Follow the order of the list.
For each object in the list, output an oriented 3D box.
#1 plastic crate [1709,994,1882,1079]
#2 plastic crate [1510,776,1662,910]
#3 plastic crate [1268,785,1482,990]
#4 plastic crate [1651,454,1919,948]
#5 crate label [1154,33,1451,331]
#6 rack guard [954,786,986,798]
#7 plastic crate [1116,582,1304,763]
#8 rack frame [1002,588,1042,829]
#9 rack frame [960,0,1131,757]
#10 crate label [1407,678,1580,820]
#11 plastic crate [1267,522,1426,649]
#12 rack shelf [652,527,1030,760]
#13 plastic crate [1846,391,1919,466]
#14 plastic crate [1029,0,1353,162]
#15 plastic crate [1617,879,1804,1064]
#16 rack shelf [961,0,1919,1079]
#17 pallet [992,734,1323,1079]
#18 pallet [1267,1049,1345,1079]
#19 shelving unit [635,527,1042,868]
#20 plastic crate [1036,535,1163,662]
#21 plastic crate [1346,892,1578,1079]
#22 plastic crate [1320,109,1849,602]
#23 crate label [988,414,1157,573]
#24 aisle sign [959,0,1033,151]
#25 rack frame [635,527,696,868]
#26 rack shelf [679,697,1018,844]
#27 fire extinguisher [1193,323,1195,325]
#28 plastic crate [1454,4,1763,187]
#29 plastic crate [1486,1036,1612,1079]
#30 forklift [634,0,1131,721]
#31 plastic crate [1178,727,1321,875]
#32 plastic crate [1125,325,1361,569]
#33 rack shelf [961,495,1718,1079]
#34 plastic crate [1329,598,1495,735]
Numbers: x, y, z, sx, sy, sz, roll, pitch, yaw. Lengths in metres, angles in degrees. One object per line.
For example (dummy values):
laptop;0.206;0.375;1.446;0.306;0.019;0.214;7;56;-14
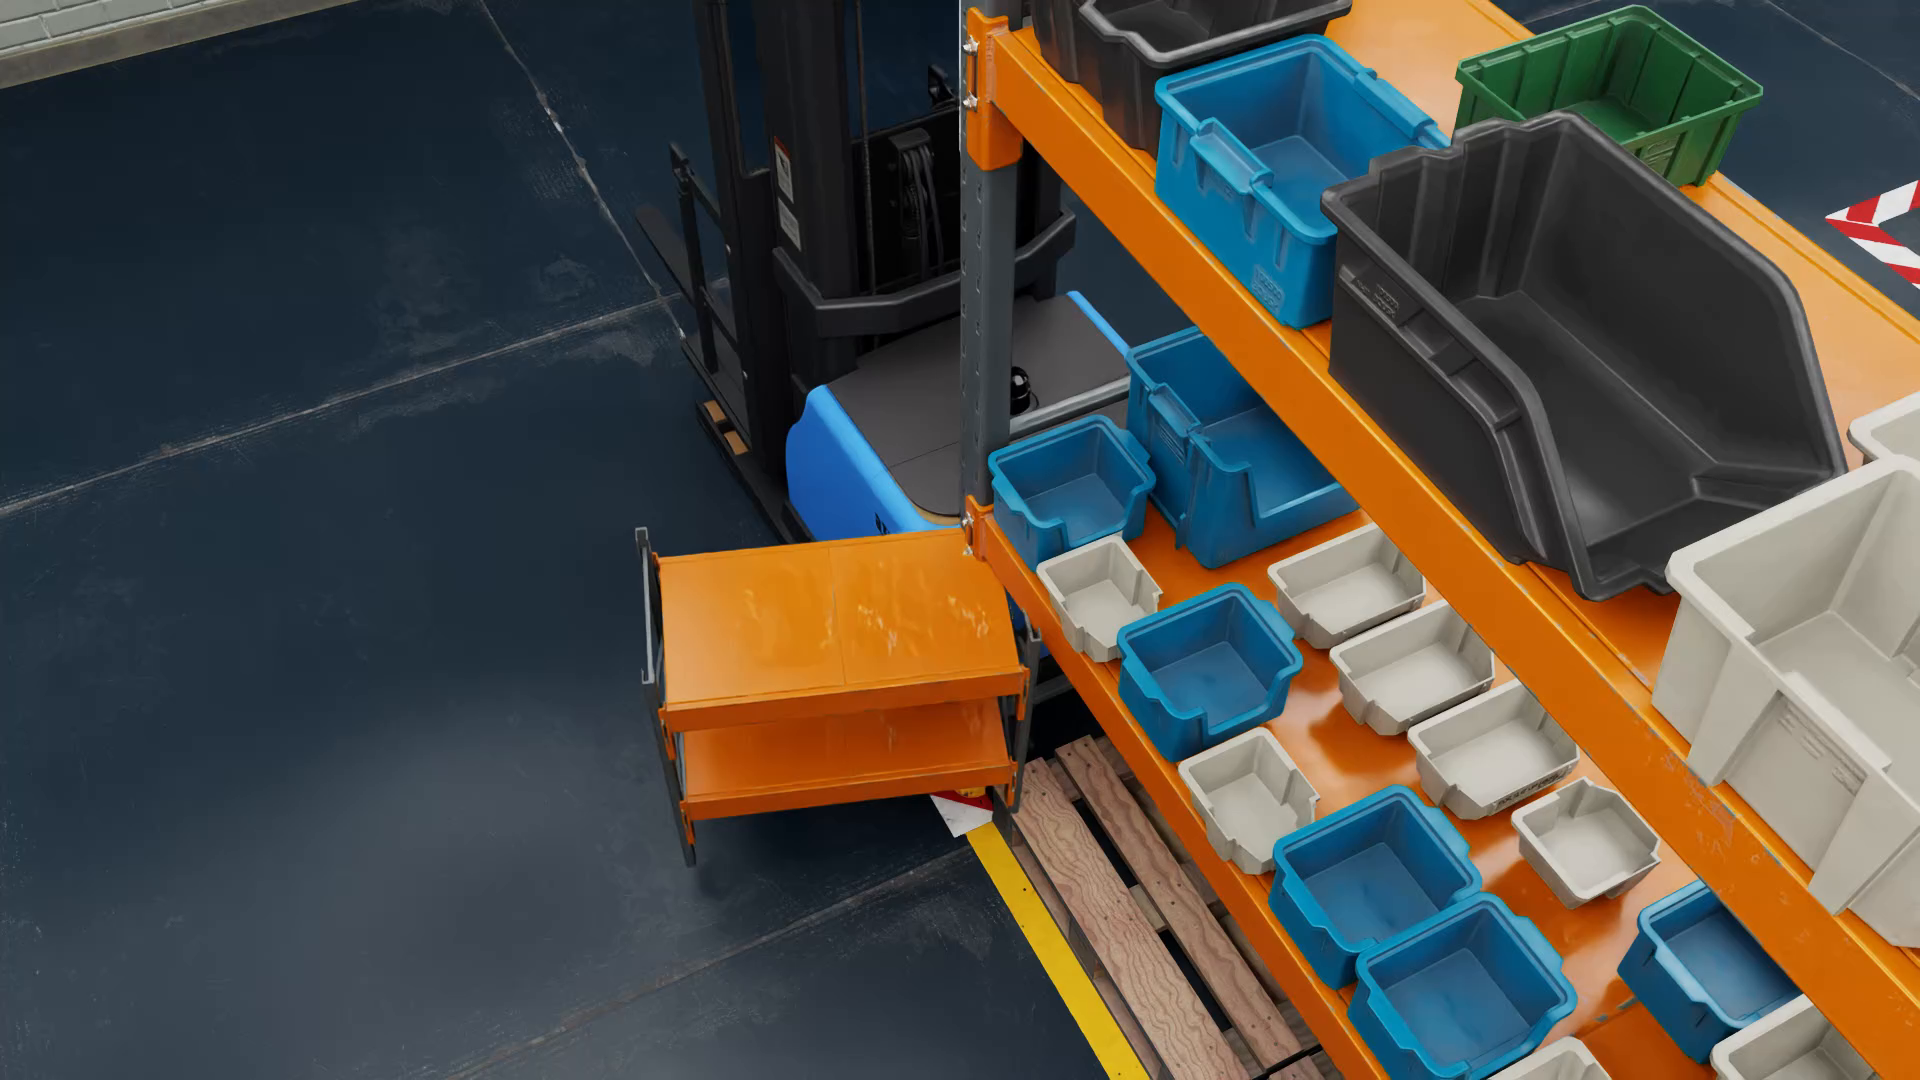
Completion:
plastic crate;1.767;1.190;3.256;0.437;0.282;0.530;-21;52;-18
plastic crate;1.427;0.698;3.782;0.298;0.136;0.250;-21;52;-18
plastic crate;0.894;0.774;3.652;0.416;0.233;0.300;-21;52;-18
plastic crate;1.211;0.220;2.151;0.437;0.282;0.530;-21;52;-18
crate label;0.606;-0.631;2.915;0.408;0.251;0.502;-21;52;-18
rack guard;0.449;0.390;5.577;1.175;0.500;0.348;-21;52;-18
plastic crate;0.593;0.333;4.037;0.416;0.233;0.300;-21;52;-18
rack frame;0.148;0.392;4.994;0.032;1.125;0.500;-6;55;-6
rack frame;0.472;-0.421;4.626;1.000;3.000;0.127;-21;52;-18
crate label;1.275;0.506;3.950;0.396;0.136;0.243;-21;52;-18
plastic crate;1.006;0.129;4.280;0.396;0.136;0.243;-21;52;-18
rack shelf;-0.345;0.273;4.699;1.000;0.278;0.538;-6;55;-6
plastic crate;1.638;-0.025;2.461;0.437;0.136;0.530;-21;52;-18
plastic crate;0.400;-1.012;3.236;0.497;0.269;0.590;-21;52;-18
plastic crate;1.639;0.900;3.541;0.416;0.233;0.300;-21;52;-18
rack shelf;1.387;0.167;2.597;1.077;0.370;4.000;-21;52;-18
pallet;0.814;1.062;5.181;1.003;0.211;1.213;-21;52;-18
pallet;1.369;1.877;4.468;1.003;0.211;1.213;-21;52;-18
shelving unit;-0.355;0.444;4.937;1.048;1.125;0.538;-6;55;-6
plastic crate;0.365;0.168;4.246;0.250;0.136;0.298;-21;52;-18
plastic crate;1.032;0.975;3.476;0.416;0.233;0.300;-21;52;-18
plastic crate;0.926;-0.271;2.543;0.504;0.338;0.767;-21;52;-18
crate label;0.292;-0.107;4.422;0.416;0.233;0.303;-21;52;-18
aisle sign;0.174;-1.223;3.600;0.394;0.787;0.004;-21;52;-18
rack frame;-0.857;0.495;4.880;0.032;1.125;0.500;-6;55;-6
rack shelf;-0.363;0.586;5.136;1.000;0.278;0.538;-6;55;-6
fire extinguisher;0.807;-0.531;5.020;0.296;0.674;0.183;-21;52;-18
plastic crate;1.177;-0.777;3.085;0.450;0.188;0.336;-21;52;-18
plastic crate;1.238;1.261;3.290;0.293;0.136;0.466;-21;52;-18
forklift;-0.385;-1.388;5.516;1.130;2.935;3.031;-23;53;-19
plastic crate;0.675;0.622;3.849;0.250;0.136;0.298;-21;52;-18
plastic crate;0.791;-0.293;4.450;0.616;0.435;0.499;-21;52;-18
rack shelf;1.387;1.154;3.726;1.077;0.370;4.000;-21;52;-18
plastic crate;1.125;0.328;4.106;0.396;0.136;0.243;-21;52;-18
